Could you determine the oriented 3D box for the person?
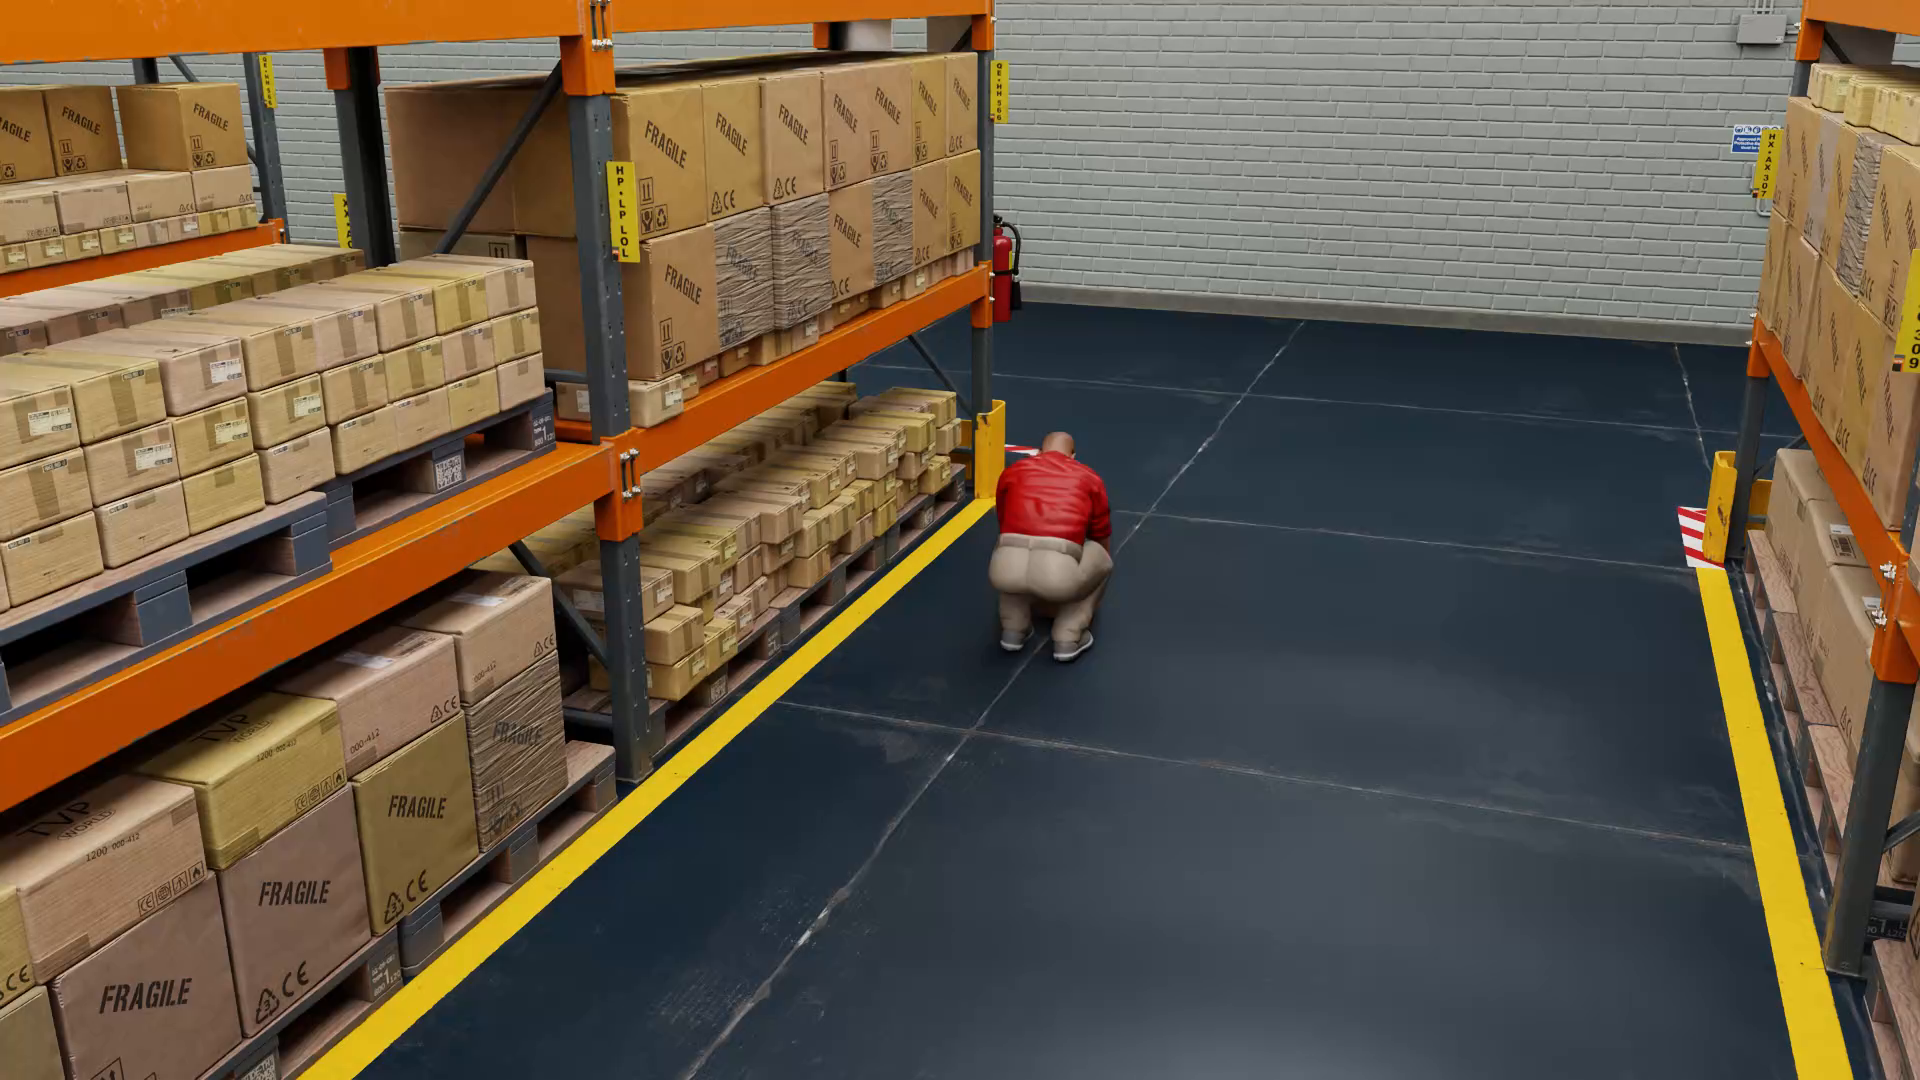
[{"bbox_3d":[0.391,0.027,7.381,0.560,0.867,0.866,6,19,18],"label":"person"}]
